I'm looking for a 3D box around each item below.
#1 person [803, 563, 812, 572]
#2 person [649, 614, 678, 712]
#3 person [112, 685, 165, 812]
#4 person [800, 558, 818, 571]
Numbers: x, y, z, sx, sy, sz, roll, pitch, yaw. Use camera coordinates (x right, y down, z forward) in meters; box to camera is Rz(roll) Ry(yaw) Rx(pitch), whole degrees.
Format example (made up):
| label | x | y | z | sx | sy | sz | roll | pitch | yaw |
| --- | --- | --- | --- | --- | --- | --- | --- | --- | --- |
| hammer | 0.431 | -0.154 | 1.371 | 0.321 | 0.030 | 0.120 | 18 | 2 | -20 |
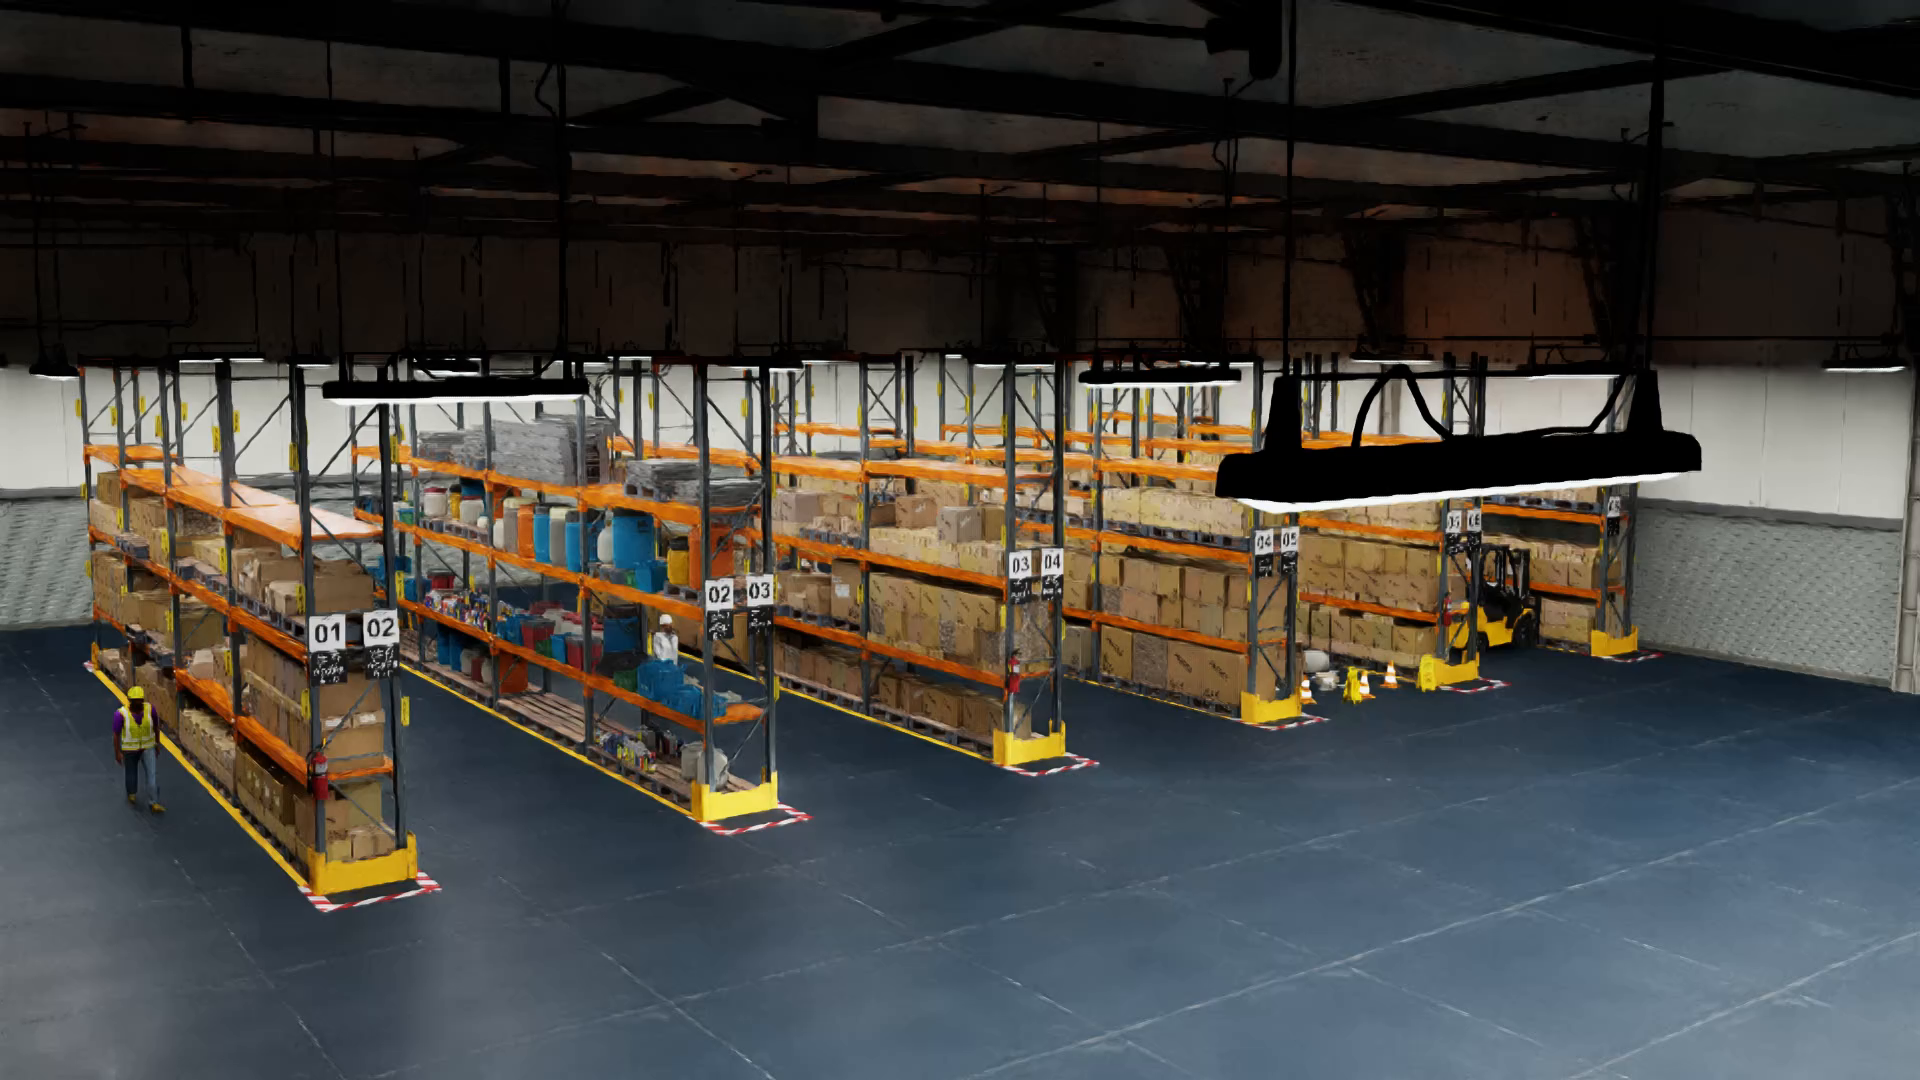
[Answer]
| label | x | y | z | sx | sy | sz | roll | pitch | yaw |
| --- | --- | --- | --- | --- | --- | --- | --- | --- | --- |
| person | -3.082 | 1.337 | 33.746 | 0.678 | 1.784 | 0.447 | 5 | 8 | 33 |
| person | -4.924 | 2.086 | 27.894 | 0.537 | 1.698 | 1.028 | -7 | 10 | -44 |
| person | -11.054 | 2.780 | 22.336 | 0.567 | 1.691 | 1.121 | -4 | 8 | -33 |
| person | -3.952 | 0.198 | 43.402 | 0.566 | 1.785 | 0.620 | 3 | 7 | 21 |
